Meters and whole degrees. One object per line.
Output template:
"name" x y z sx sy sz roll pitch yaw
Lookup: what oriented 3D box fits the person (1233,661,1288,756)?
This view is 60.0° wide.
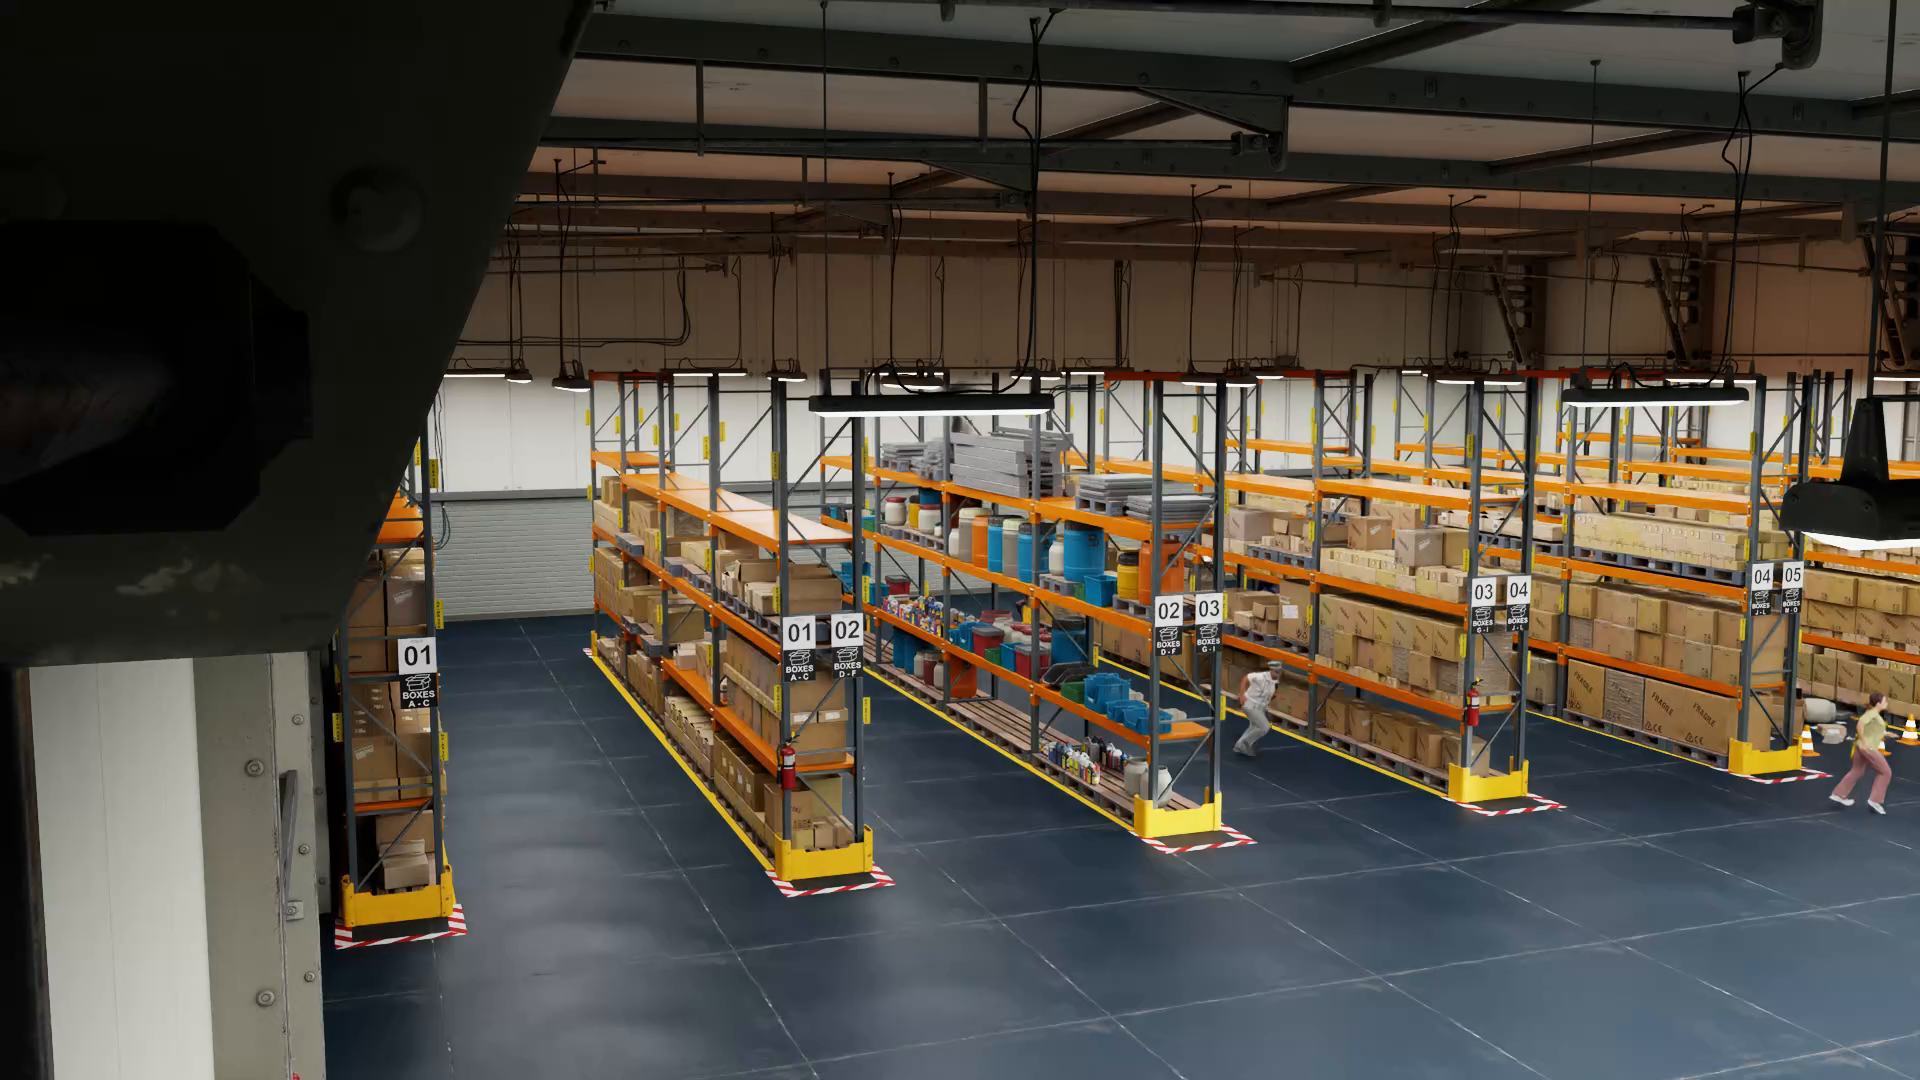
"person" 4.667 2.641 26.011 0.943 1.572 0.699 6 9 42

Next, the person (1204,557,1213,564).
"person" 5.684 1.239 38.001 0.674 1.738 0.653 -1 6 -10

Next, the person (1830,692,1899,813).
"person" 12.591 2.961 23.108 0.821 1.693 0.515 2 7 16

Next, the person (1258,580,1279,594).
"person" 7.589 0.919 41.298 0.845 1.626 0.705 5 8 38

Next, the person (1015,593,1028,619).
"person" 1.571 1.082 39.675 0.533 1.677 0.673 1 6 8
